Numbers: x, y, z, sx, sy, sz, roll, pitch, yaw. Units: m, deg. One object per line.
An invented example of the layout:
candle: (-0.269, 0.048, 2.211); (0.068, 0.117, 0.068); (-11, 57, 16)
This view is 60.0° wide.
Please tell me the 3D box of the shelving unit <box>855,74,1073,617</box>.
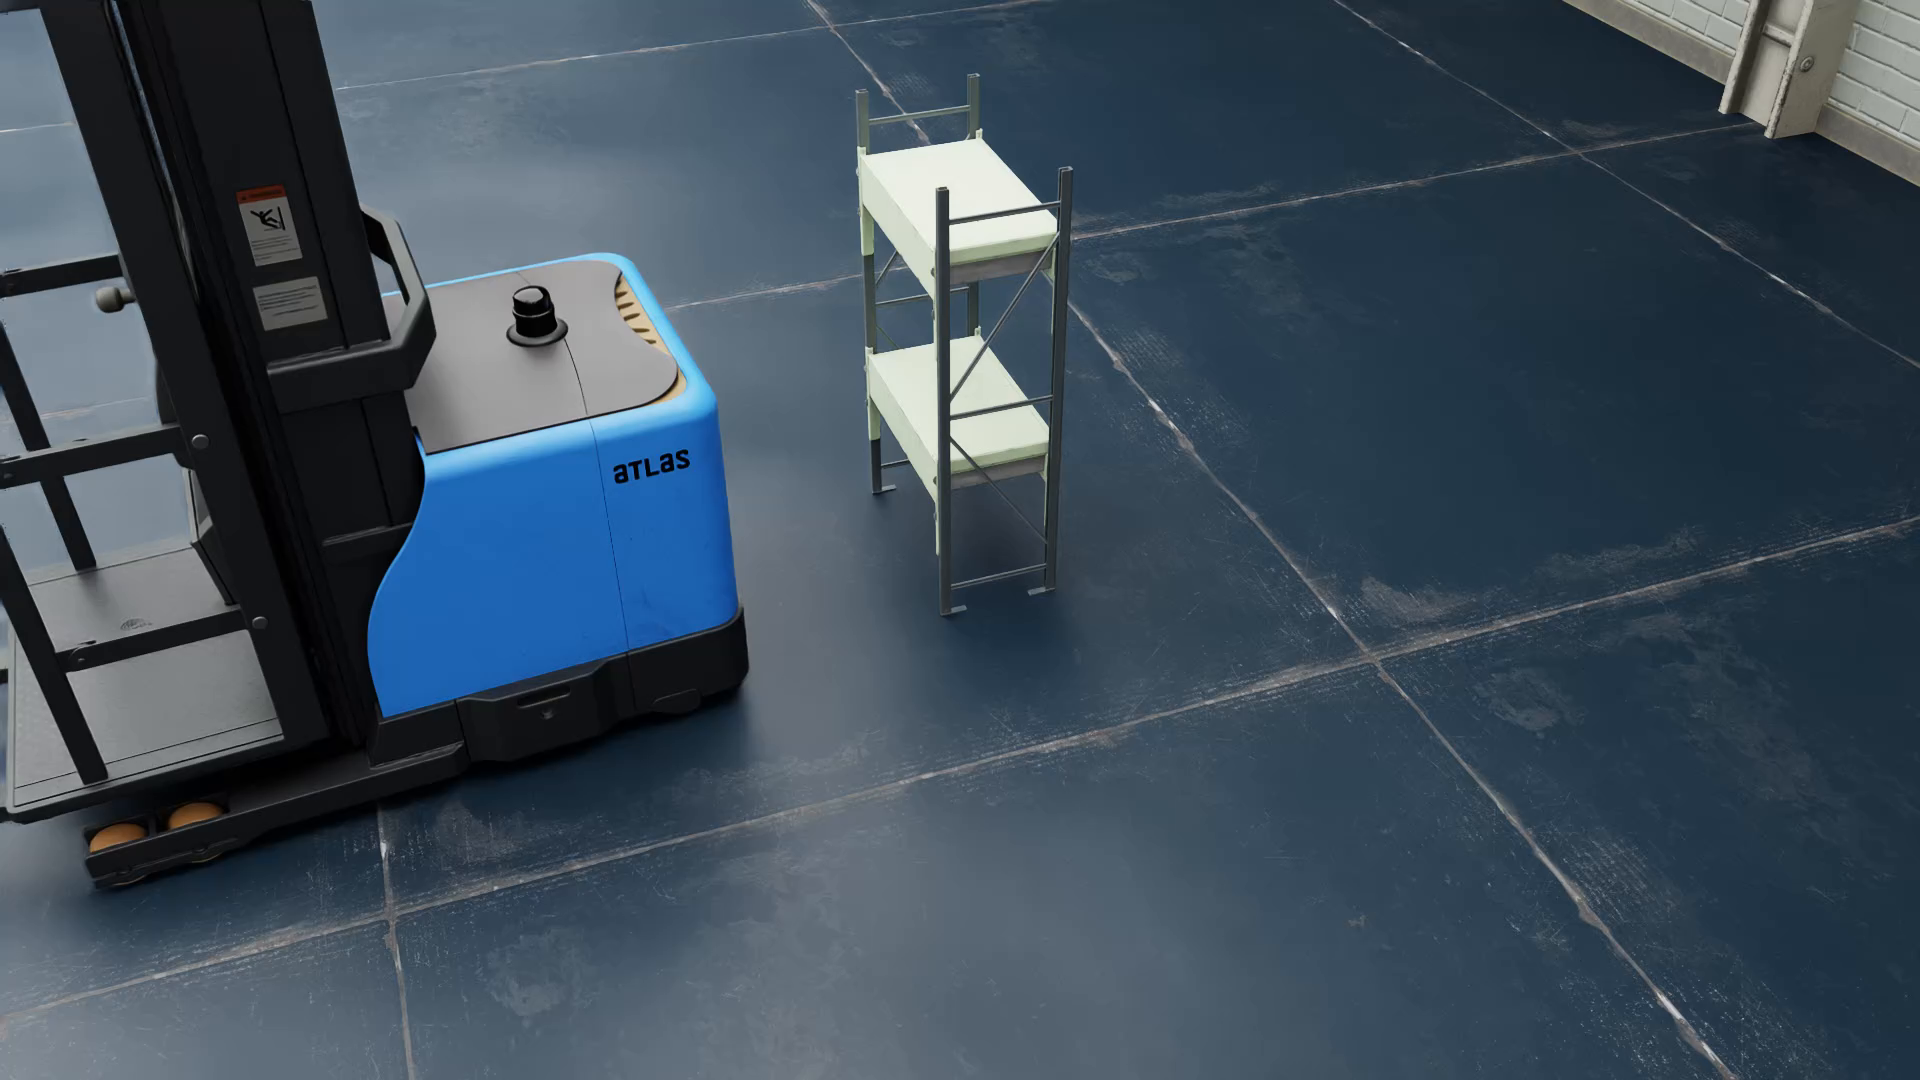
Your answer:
shelving unit: (-0.002, -0.603, 5.304); (0.431, 1.500, 0.755); (-12, 39, -16)

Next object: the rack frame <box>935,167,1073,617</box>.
rack frame: (0.124, -0.396, 5.029); (0.400, 1.500, 0.023); (-12, 39, -16)

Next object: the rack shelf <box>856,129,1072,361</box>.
rack shelf: (-0.002, -0.915, 5.069); (0.431, 0.370, 0.720); (-12, 39, -16)

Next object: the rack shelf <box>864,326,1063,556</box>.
rack shelf: (-0.002, -0.342, 5.500); (0.431, 0.370, 0.720); (-12, 39, -16)

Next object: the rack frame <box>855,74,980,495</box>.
rack frame: (-0.128, -0.810, 5.578); (0.400, 1.500, 0.023); (-12, 39, -16)

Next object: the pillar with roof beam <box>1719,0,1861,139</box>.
pillar with roof beam: (0.159, -4.886, 4.758); (9.100, 9.000, 0.400); (-12, 39, -16)

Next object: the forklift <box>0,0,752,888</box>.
forklift: (-2.203, -0.602, 4.113); (3.031, 2.935, 1.130); (-15, 40, -19)
